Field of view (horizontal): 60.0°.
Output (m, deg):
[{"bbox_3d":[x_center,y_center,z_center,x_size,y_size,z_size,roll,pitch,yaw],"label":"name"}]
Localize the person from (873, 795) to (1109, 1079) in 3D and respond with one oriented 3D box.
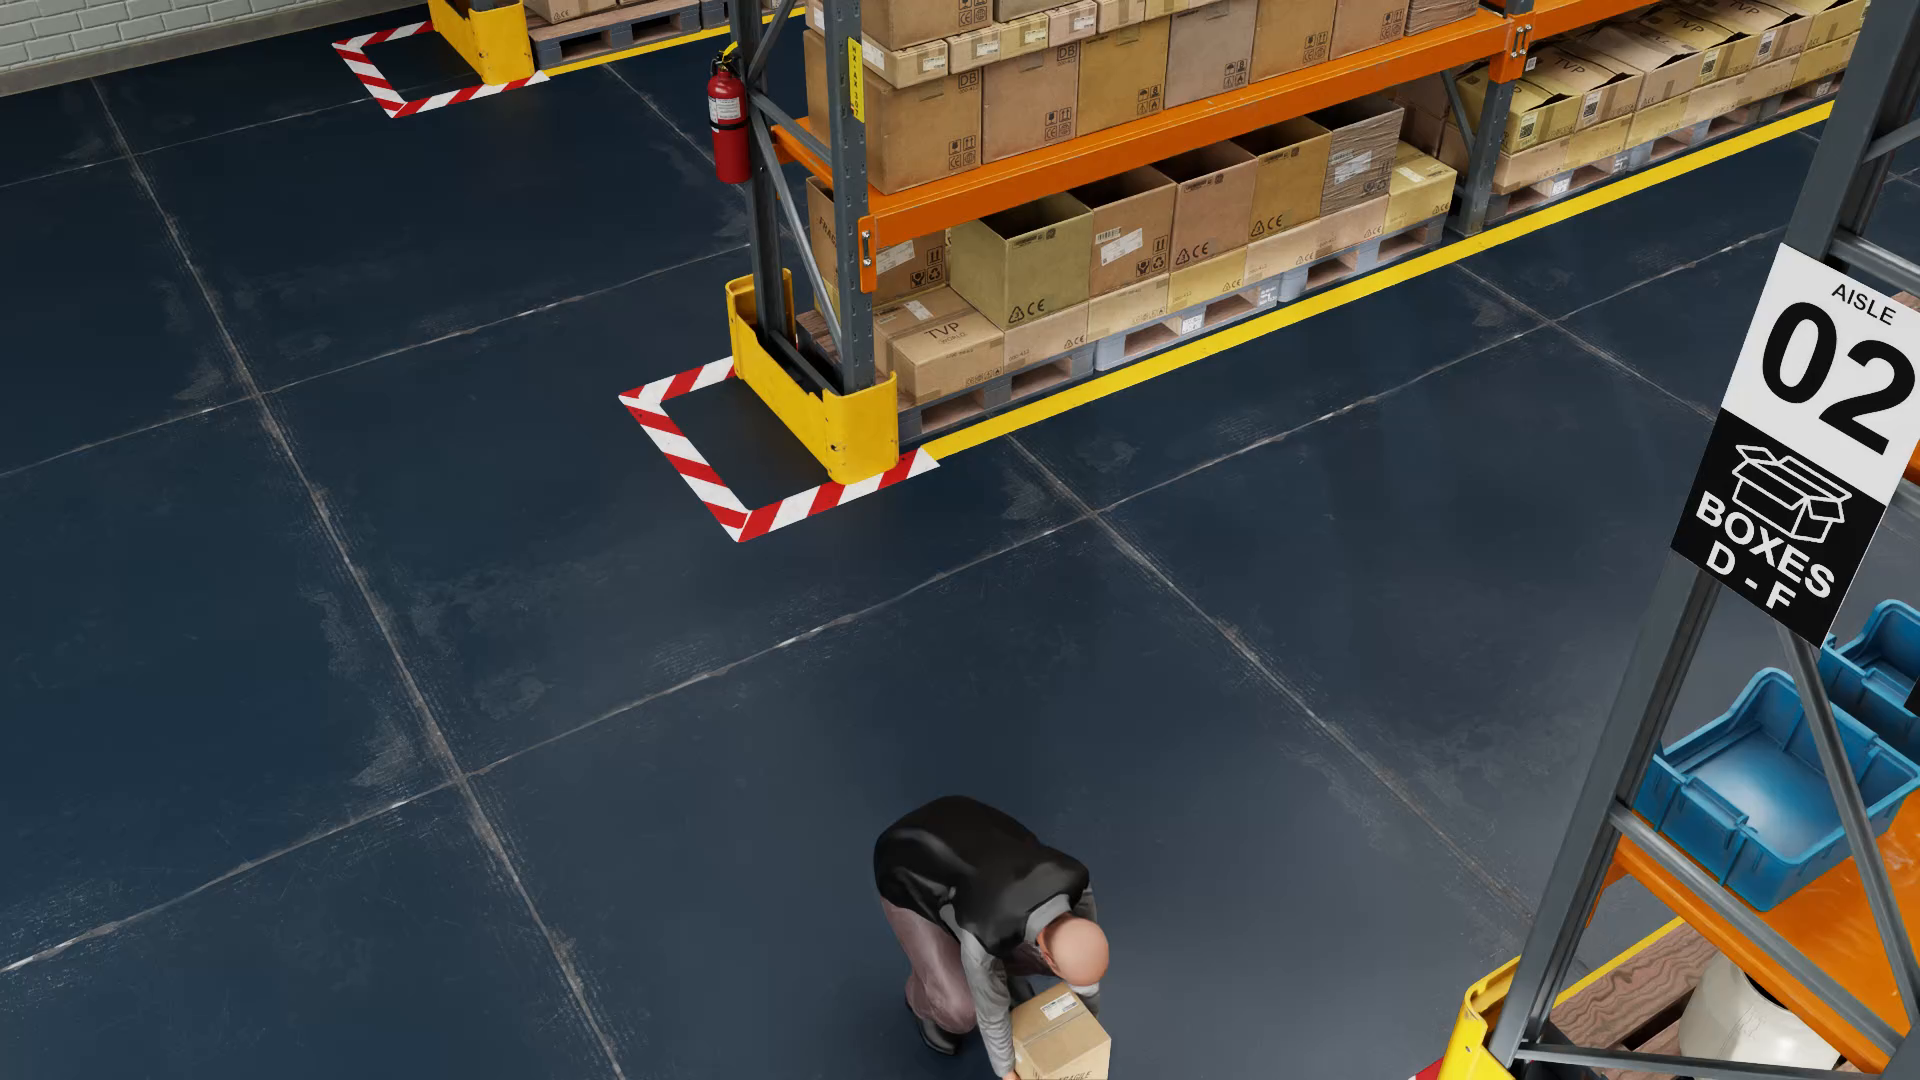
[{"bbox_3d":[0.112,1.294,5.260,0.518,0.949,0.921,-24,46,-25],"label":"person"}]
